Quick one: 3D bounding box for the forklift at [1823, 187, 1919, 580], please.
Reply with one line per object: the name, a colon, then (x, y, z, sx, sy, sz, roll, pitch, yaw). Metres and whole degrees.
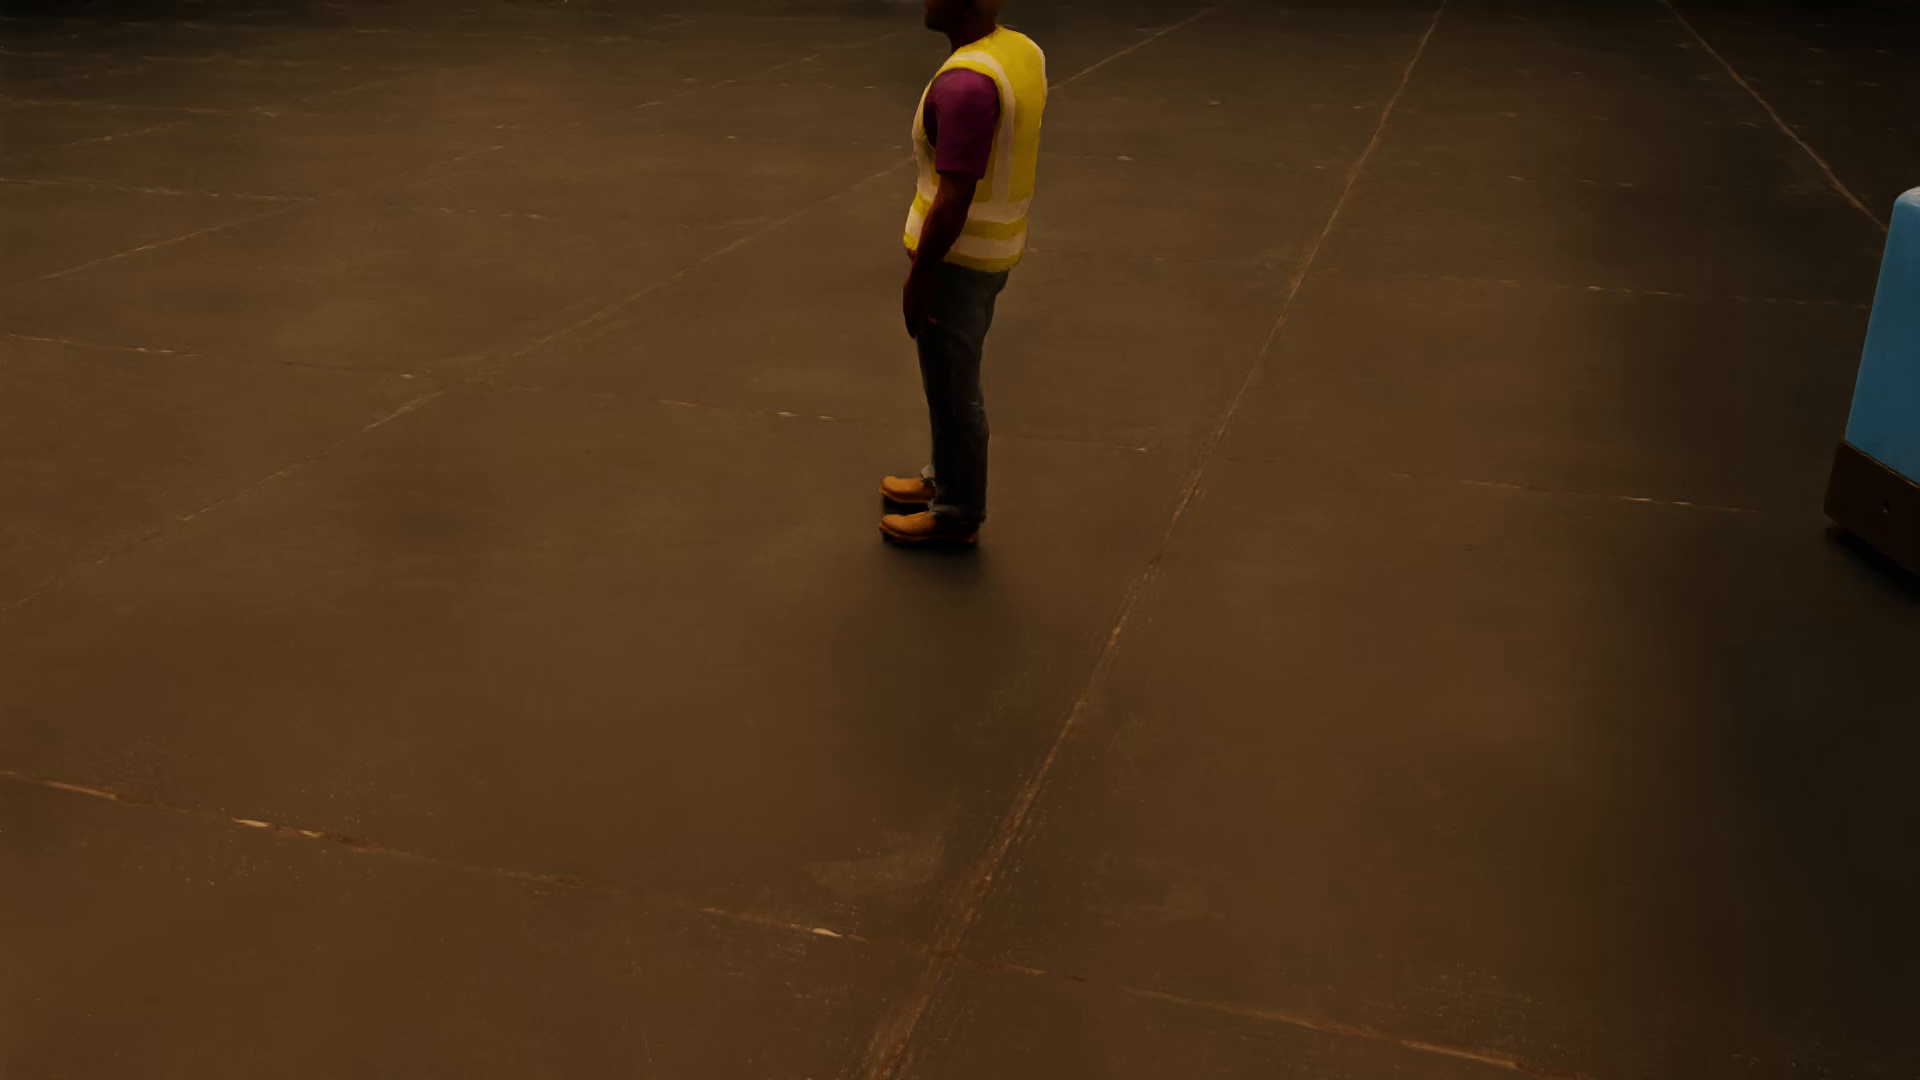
forklift: (4.199, -1.228, 4.255, 3.031, 2.935, 1.130, -1, 22, -2)

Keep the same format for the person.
person: (-0.065, -0.833, 4.805, 0.576, 1.766, 0.665, 7, 23, 16)
